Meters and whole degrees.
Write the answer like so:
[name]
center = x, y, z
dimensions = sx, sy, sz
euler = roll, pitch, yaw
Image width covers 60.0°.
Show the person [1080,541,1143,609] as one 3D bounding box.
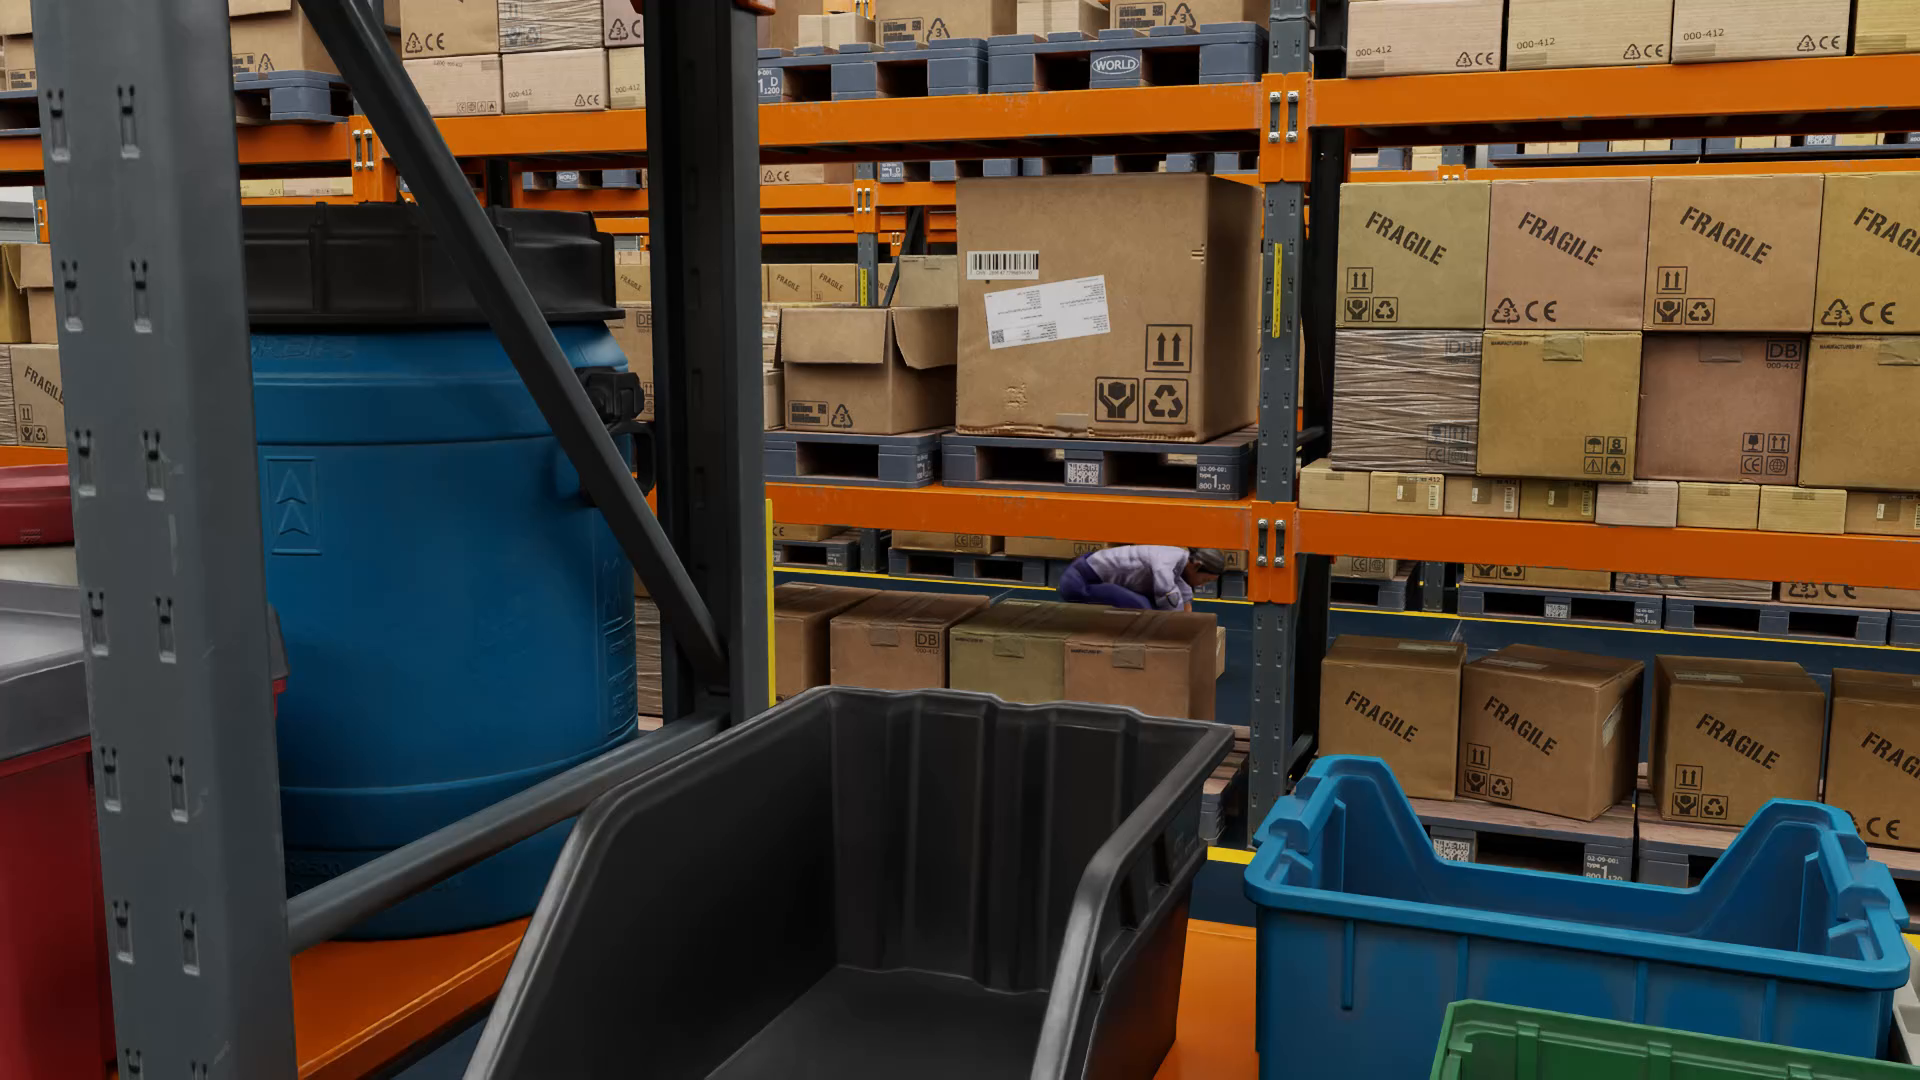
[person]
center = 0.850, -0.109, 9.082
dimensions = 0.422, 1.652, 0.538
euler = 3, 9, 19
